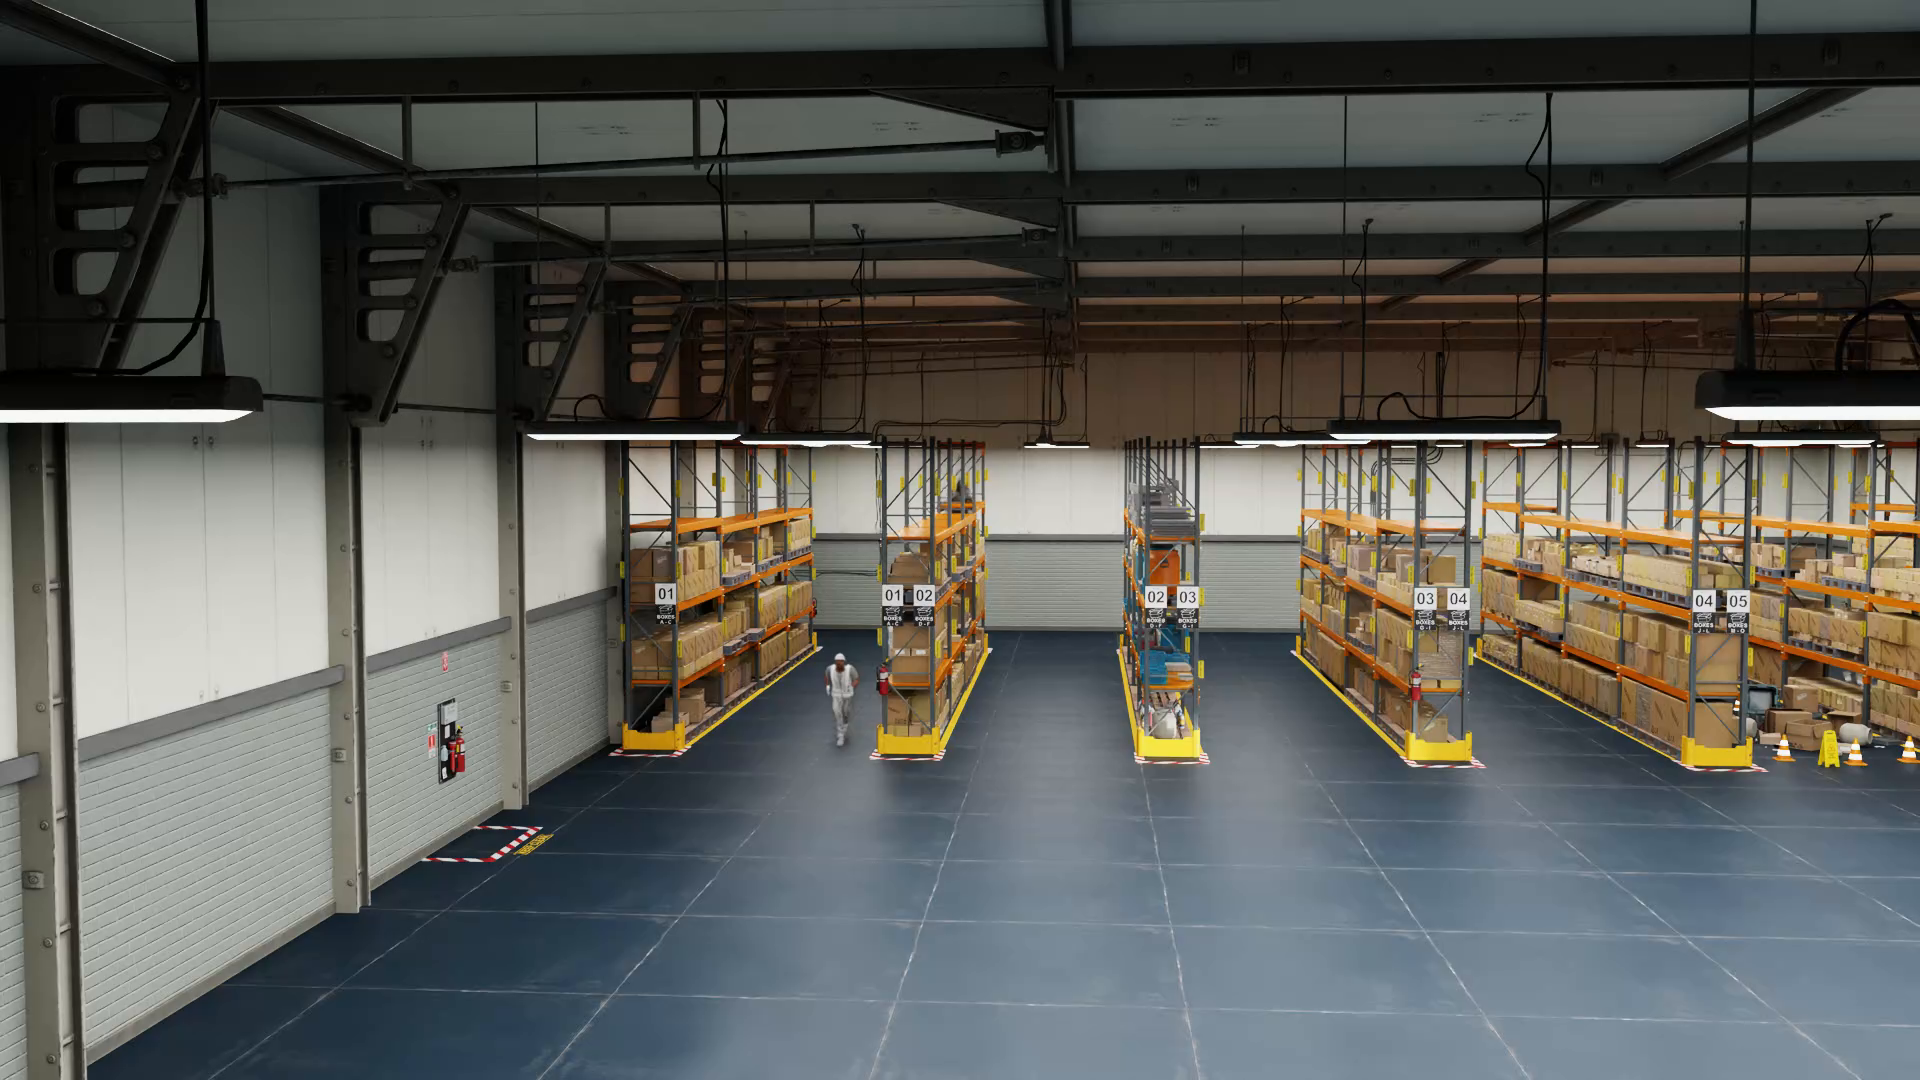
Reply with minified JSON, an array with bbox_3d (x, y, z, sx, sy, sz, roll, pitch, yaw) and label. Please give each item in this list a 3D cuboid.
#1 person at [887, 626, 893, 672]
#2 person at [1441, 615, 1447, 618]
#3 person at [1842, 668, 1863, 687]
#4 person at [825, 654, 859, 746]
[{"bbox_3d":[-1.651,2.659,41.687,0.636,1.723,0.826,0,3,2],"label":"person"},{"bbox_3d":[13.181,2.518,45.022,0.582,1.606,0.515,0,3,6],"label":"person"},{"bbox_3d":[20.796,2.761,38.661,0.632,1.824,0.705,0,3,3],"label":"person"},{"bbox_3d":[-2.323,3.088,32.739,0.685,1.763,1.157,0,3,-2],"label":"person"}]
